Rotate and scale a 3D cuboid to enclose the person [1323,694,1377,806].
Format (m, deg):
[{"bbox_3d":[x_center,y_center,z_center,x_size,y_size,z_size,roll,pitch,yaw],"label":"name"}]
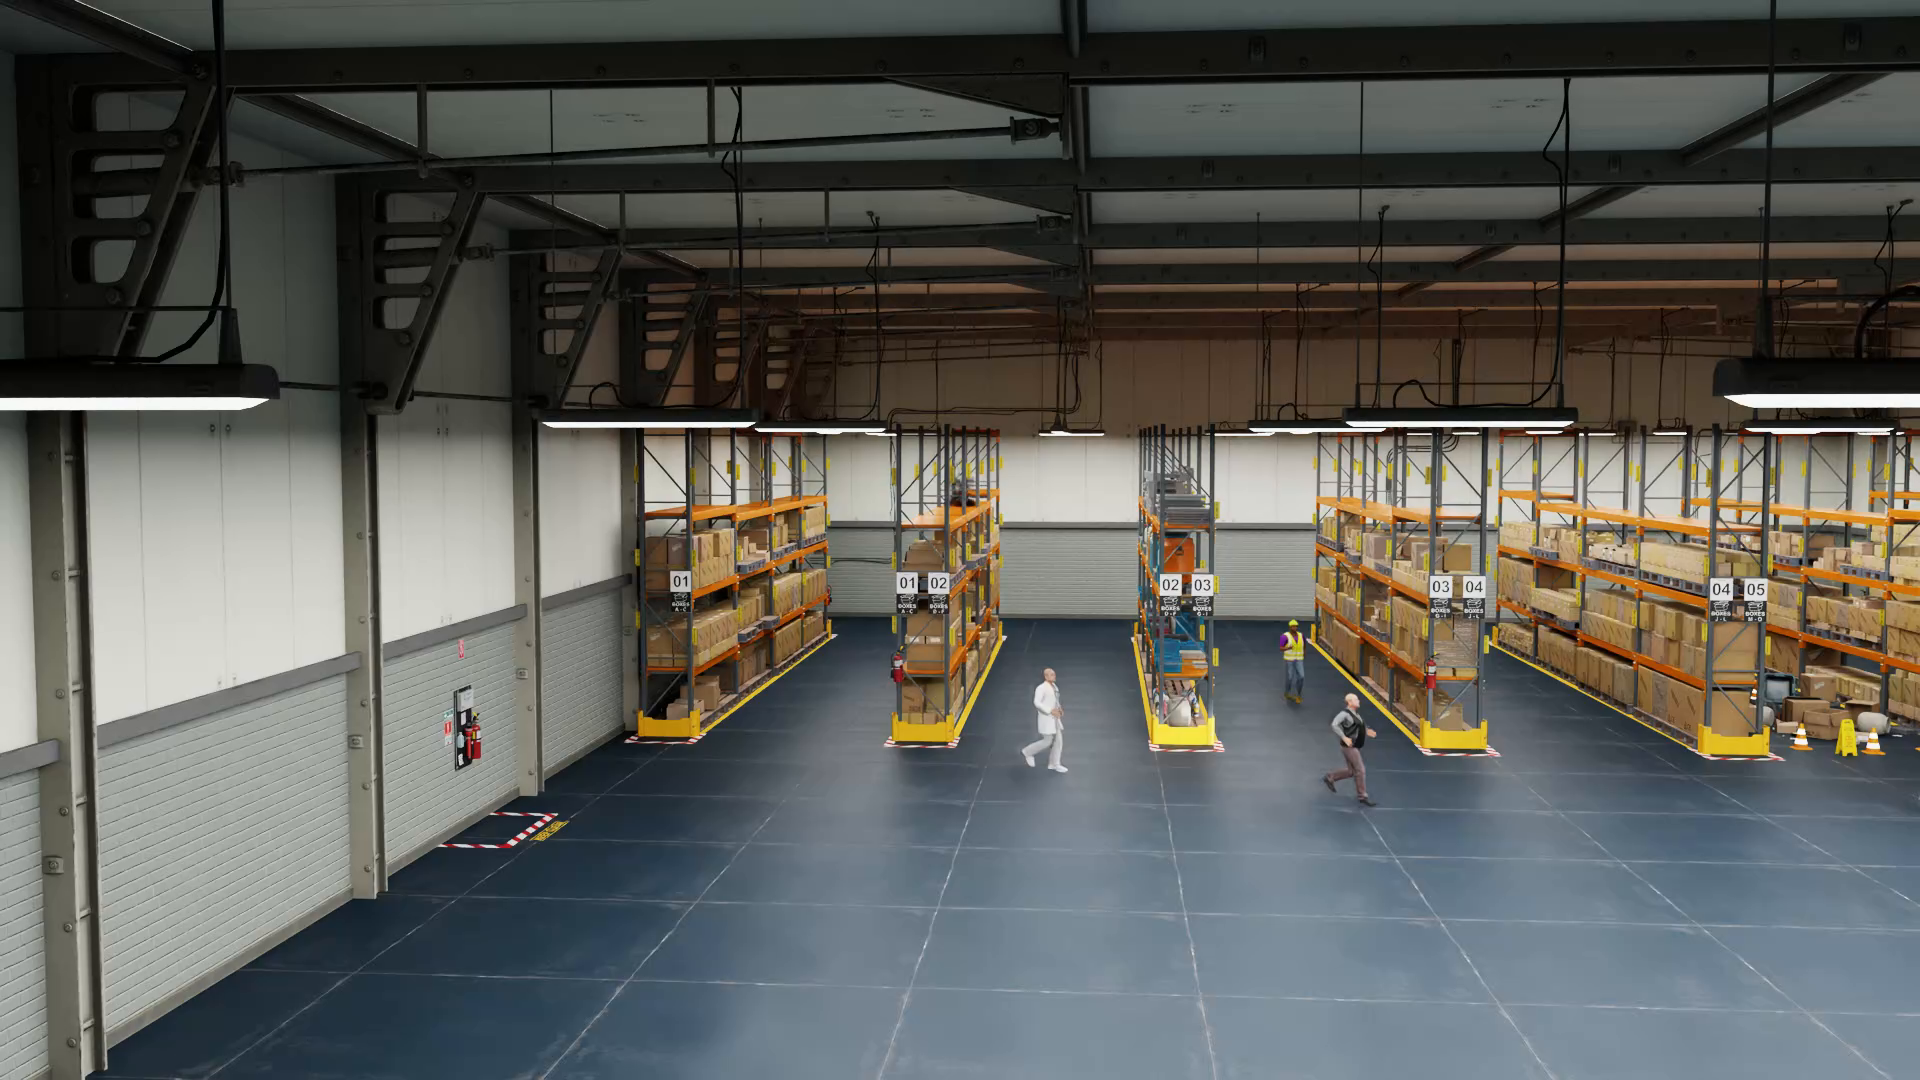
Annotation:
[{"bbox_3d":[6.149,3.276,26.151,0.900,1.727,0.663,2,4,33],"label":"person"}]

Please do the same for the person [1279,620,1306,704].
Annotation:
[{"bbox_3d":[7.251,2.646,36.107,0.673,1.824,0.713,0,3,-6],"label":"person"}]

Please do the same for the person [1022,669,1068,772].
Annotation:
[{"bbox_3d":[1.491,3.098,28.714,0.837,1.773,0.737,2,4,31],"label":"person"}]
